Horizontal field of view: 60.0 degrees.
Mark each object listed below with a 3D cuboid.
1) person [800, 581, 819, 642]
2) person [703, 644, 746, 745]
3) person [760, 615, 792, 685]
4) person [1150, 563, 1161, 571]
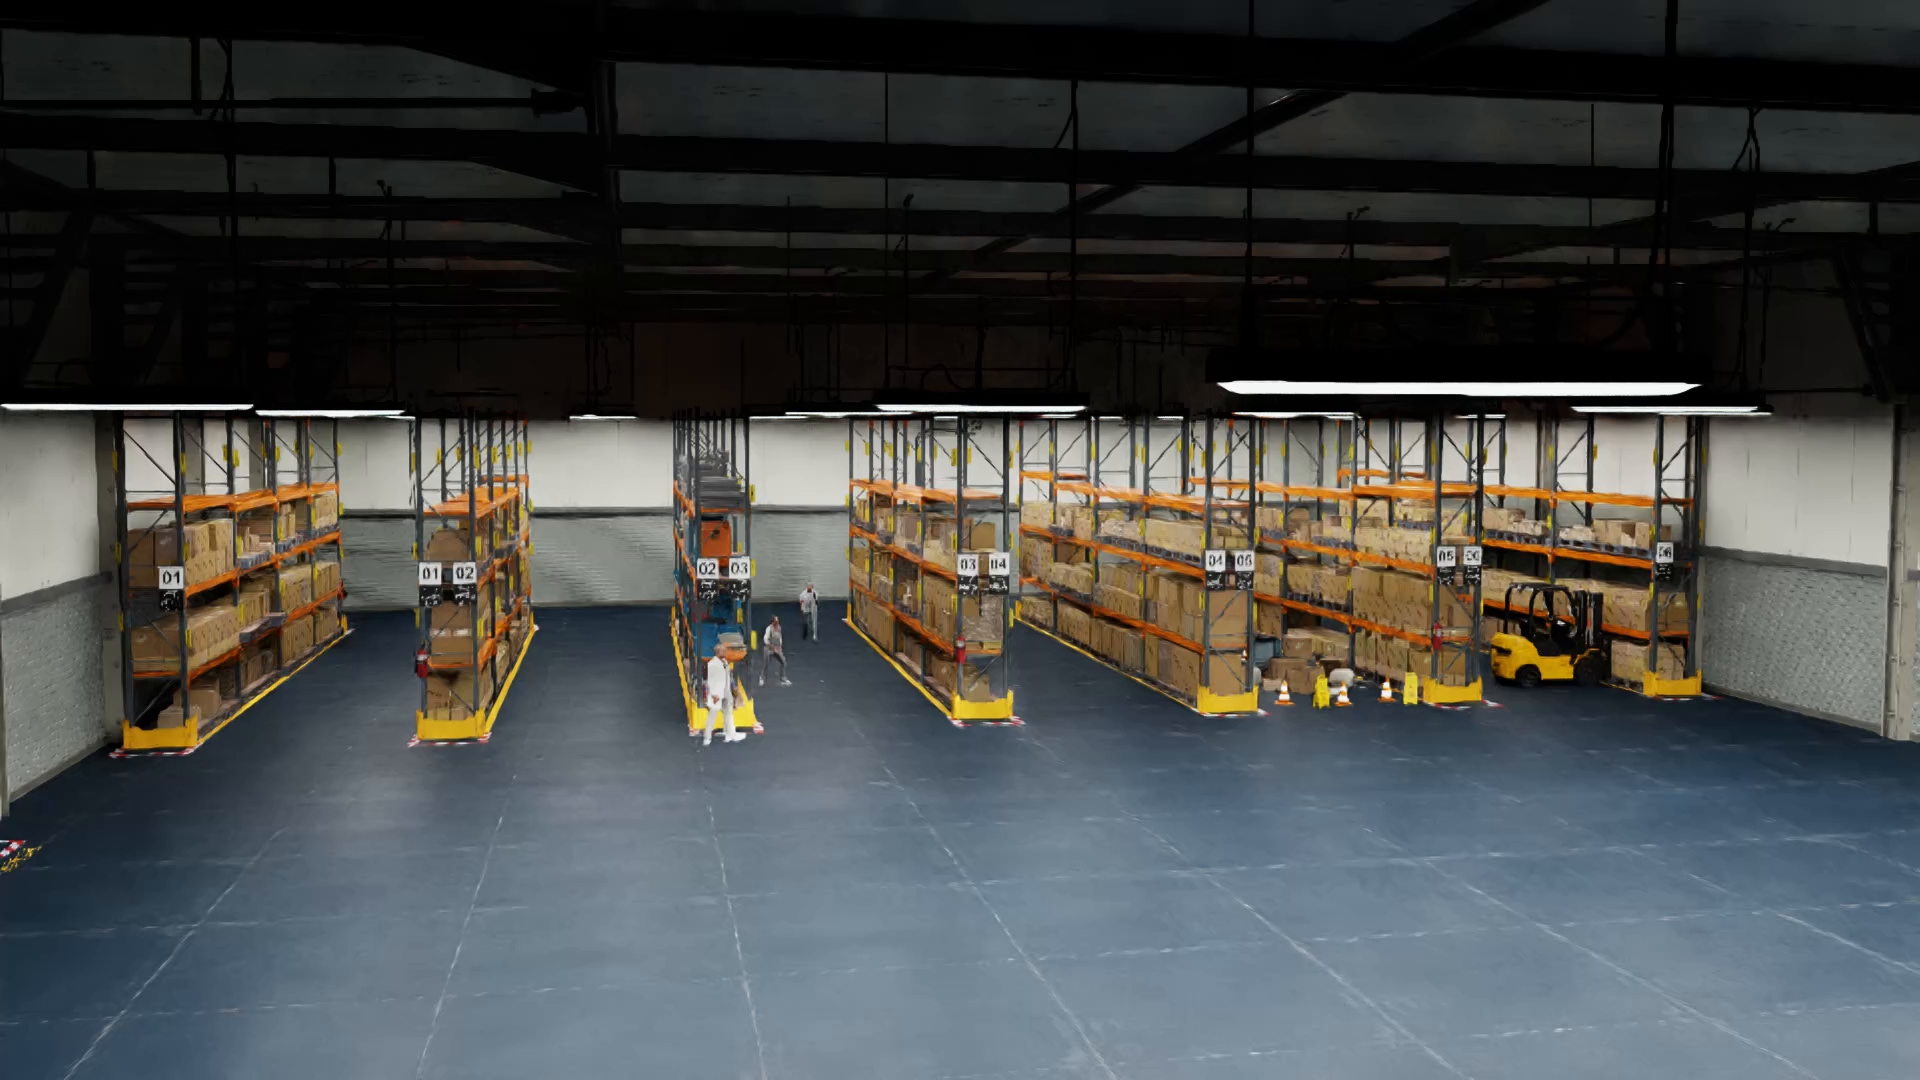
[{"bbox_3d":[-3.929,1.839,43.324,0.497,1.583,1.090,-1,4,-8],"label":"person"},{"bbox_3d":[-4.248,2.718,29.555,0.579,1.773,0.766,2,4,24],"label":"person"},{"bbox_3d":[-4.048,2.385,36.048,0.562,1.536,0.737,-3,5,-35],"label":"person"},{"bbox_3d":[5.687,1.369,48.645,0.508,1.791,0.657,-2,4,-22],"label":"person"}]
